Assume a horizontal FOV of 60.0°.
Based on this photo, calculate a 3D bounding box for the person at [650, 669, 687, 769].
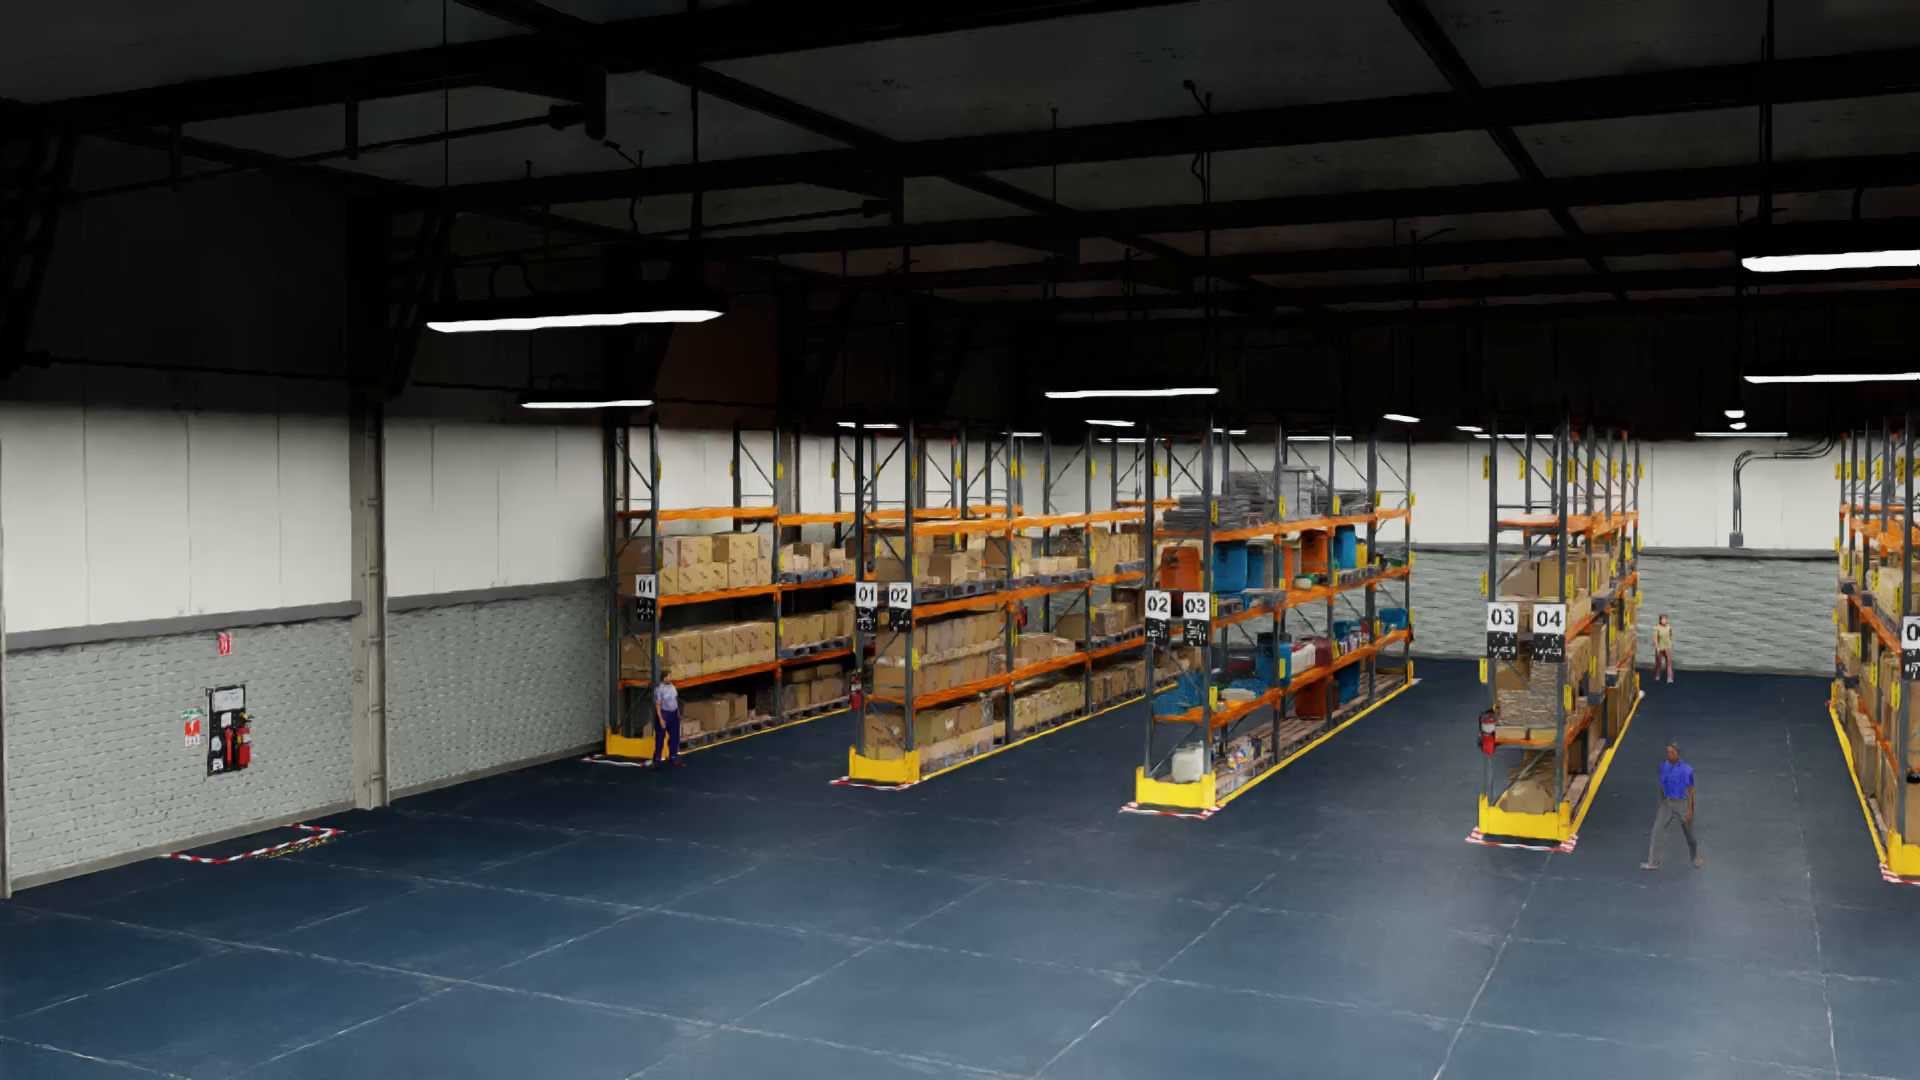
[{"bbox_3d":[-4.930,2.997,27.931,0.376,1.640,0.659,2,3,34],"label":"person"}]

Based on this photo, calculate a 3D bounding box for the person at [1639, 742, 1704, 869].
[{"bbox_3d":[8.962,3.319,20.841,0.936,1.602,0.491,-2,3,-41],"label":"person"}]

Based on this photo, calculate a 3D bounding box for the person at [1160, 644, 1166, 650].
[{"bbox_3d":[5.308,2.300,43.925,0.577,1.691,1.121,1,3,28],"label":"person"}]

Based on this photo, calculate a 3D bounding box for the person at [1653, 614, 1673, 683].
[{"bbox_3d":[16.543,2.539,39.143,0.445,1.605,1.017,1,3,17],"label":"person"}]
